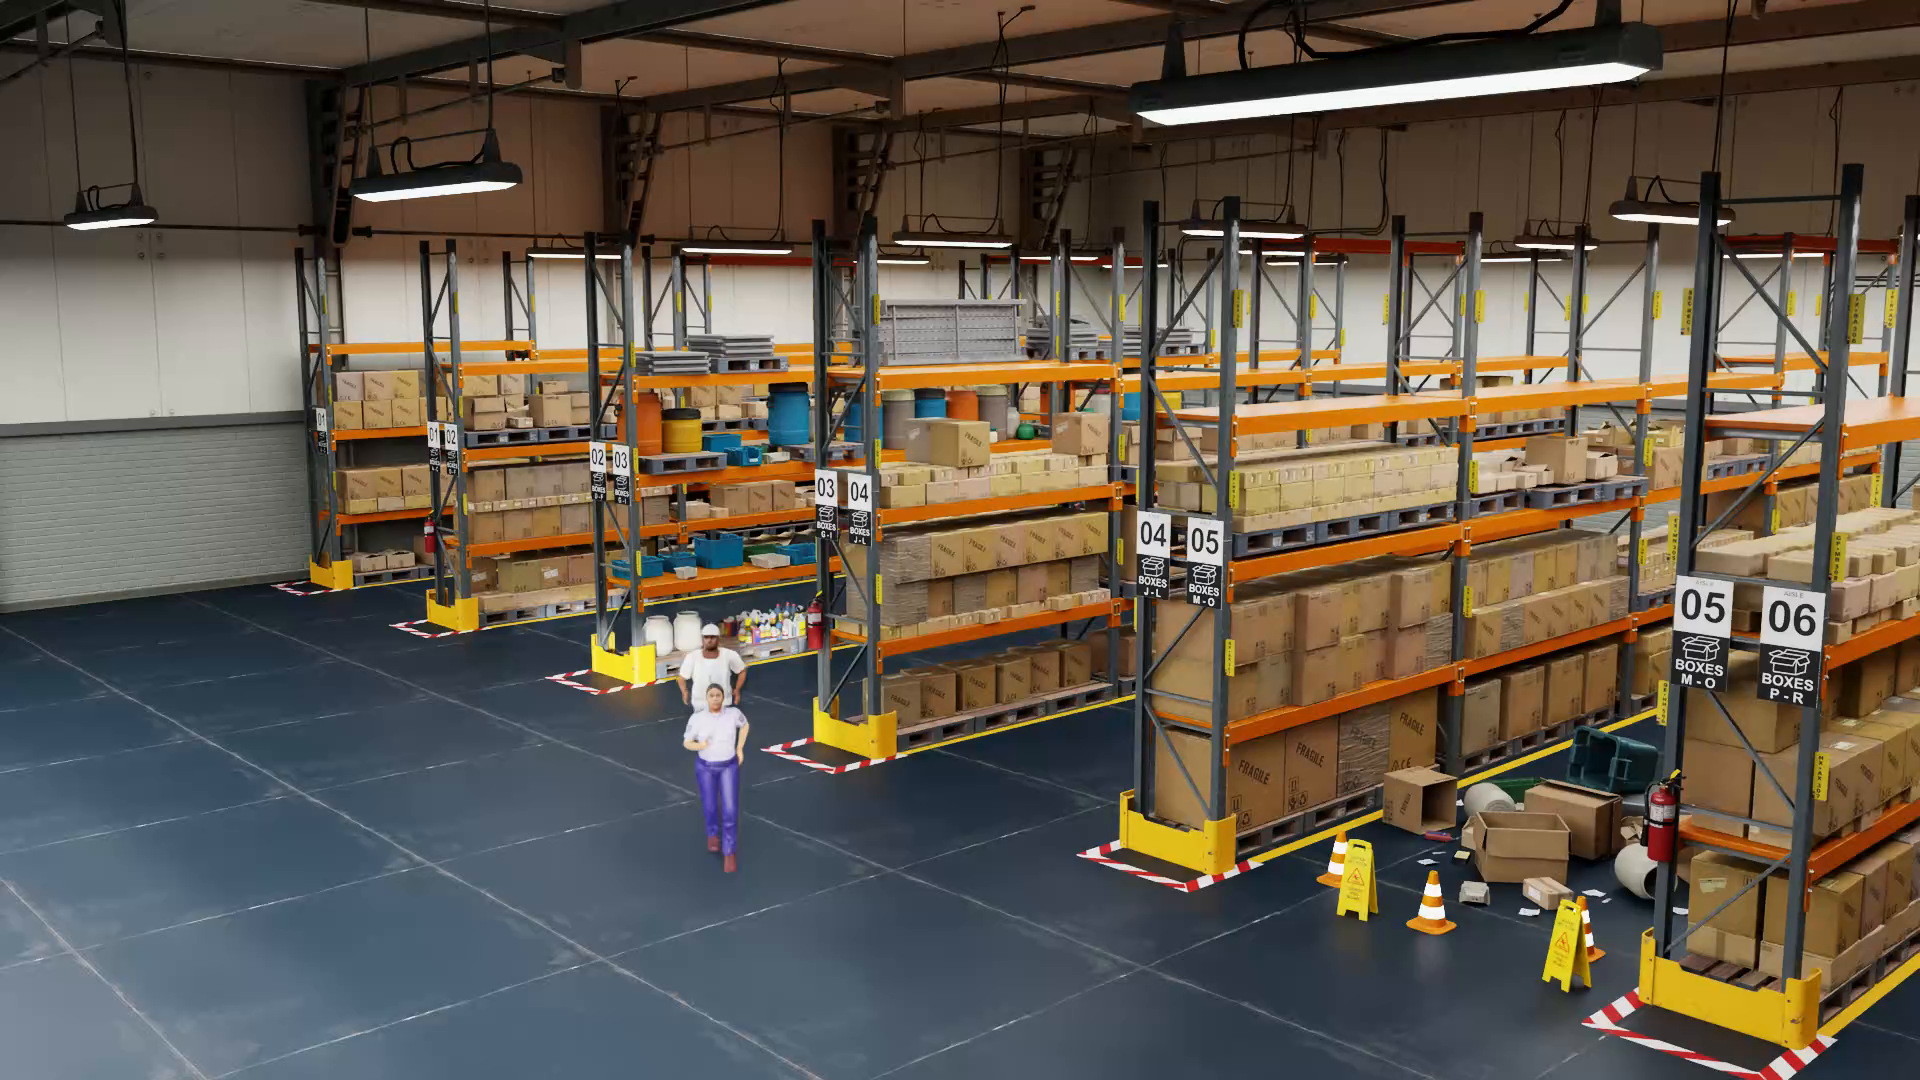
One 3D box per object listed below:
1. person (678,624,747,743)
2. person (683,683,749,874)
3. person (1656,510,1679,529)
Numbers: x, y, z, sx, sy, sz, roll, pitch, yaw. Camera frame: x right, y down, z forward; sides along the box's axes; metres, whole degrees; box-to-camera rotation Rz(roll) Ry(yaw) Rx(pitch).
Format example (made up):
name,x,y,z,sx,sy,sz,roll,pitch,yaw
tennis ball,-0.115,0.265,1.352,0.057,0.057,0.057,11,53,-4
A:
name,x,y,z,sx,sy,sz,roll,pitch,yaw
person,-2.619,1.745,17.597,0.711,1.752,0.839,0,8,-2
person,-2.223,2.137,15.210,0.592,1.702,0.747,-1,8,-7
person,11.214,0.450,26.230,0.884,1.857,0.717,-7,11,-38
